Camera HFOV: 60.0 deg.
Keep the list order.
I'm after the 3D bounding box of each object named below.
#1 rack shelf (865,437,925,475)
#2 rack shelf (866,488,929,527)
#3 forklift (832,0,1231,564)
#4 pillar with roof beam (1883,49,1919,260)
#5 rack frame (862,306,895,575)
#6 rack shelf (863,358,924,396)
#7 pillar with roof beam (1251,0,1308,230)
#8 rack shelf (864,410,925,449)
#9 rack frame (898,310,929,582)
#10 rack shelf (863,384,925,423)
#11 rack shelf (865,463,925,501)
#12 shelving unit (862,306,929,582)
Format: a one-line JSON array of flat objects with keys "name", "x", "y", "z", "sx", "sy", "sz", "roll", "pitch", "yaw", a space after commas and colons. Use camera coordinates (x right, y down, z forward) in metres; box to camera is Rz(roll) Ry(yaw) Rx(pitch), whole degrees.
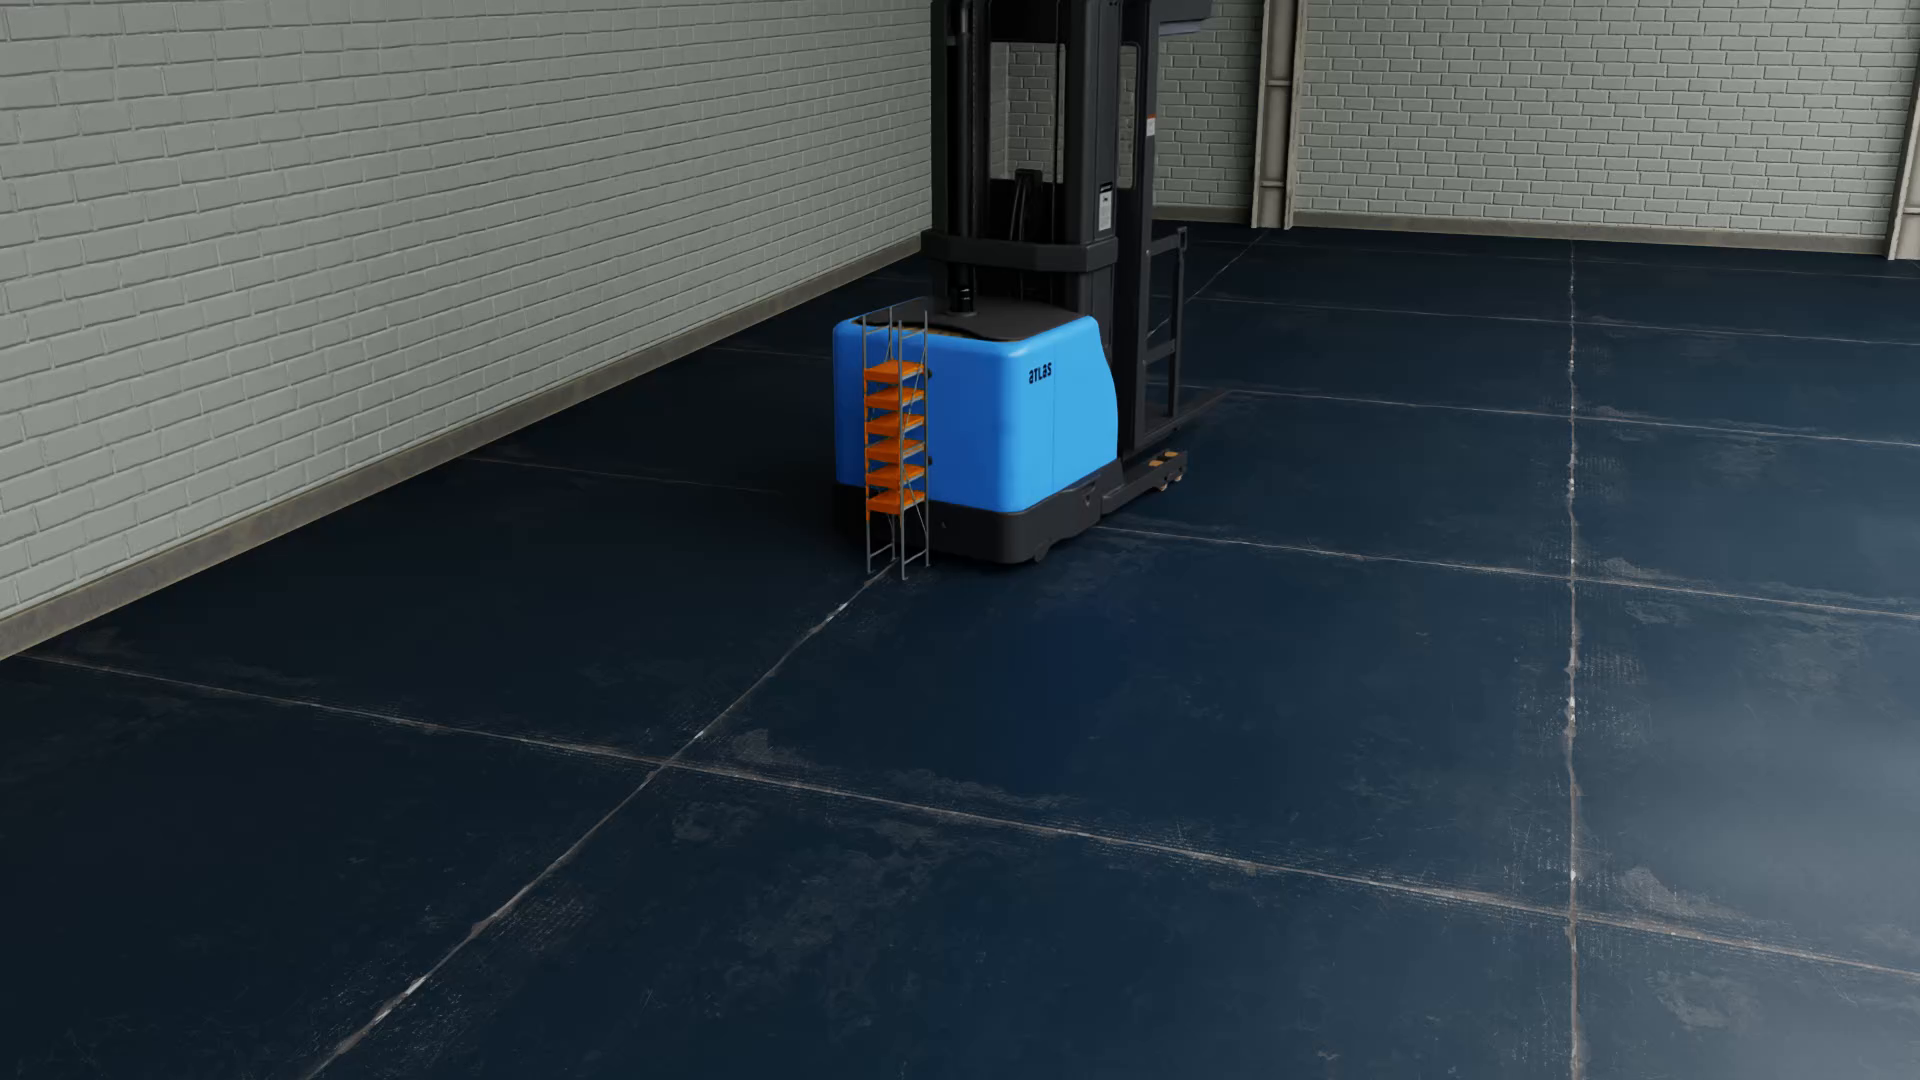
[{"name": "rack shelf", "x": -0.285, "y": -0.384, "z": 7.491, "sx": 0.180, "sy": 0.103, "sz": 0.258, "roll": 10, "pitch": 22, "yaw": 27}, {"name": "rack shelf", "x": -0.285, "y": -0.158, "z": 7.570, "sx": 0.180, "sy": 0.103, "sz": 0.258, "roll": 10, "pitch": 22, "yaw": 27}, {"name": "forklift", "x": 0.574, "y": -1.711, "z": 8.532, "sx": 1.130, "sy": 2.935, "sz": 3.031, "roll": 11, "pitch": 22, "yaw": 29}, {"name": "pillar with roof beam", "x": 7.553, "y": -5.577, "z": 10.403, "sx": 0.400, "sy": 9.000, "sz": 9.100, "roll": 7, "pitch": 20, "yaw": 18}, {"name": "rack frame", "x": -0.365, "y": -0.441, "z": 7.519, "sx": 0.006, "sy": 1.200, "sz": 0.240, "roll": 10, "pitch": 22, "yaw": 27}, {"name": "rack shelf", "x": -0.285, "y": -0.724, "z": 7.373, "sx": 0.180, "sy": 0.103, "sz": 0.258, "roll": 10, "pitch": 22, "yaw": 27}, {"name": "pillar with roof beam", "x": 1.886, "y": -6.225, "z": 12.263, "sx": 0.400, "sy": 9.000, "sz": 9.100, "roll": 7, "pitch": 20, "yaw": 18}, {"name": "rack shelf", "x": -0.285, "y": -0.498, "z": 7.452, "sx": 0.180, "sy": 0.103, "sz": 0.258, "roll": 10, "pitch": 22, "yaw": 27}, {"name": "rack frame", "x": -0.205, "y": -0.412, "z": 7.434, "sx": 0.006, "sy": 1.200, "sz": 0.240, "roll": 10, "pitch": 22, "yaw": 27}, {"name": "rack shelf", "x": -0.285, "y": -0.611, "z": 7.412, "sx": 0.180, "sy": 0.103, "sz": 0.258, "roll": 10, "pitch": 22, "yaw": 27}, {"name": "rack shelf", "x": -0.285, "y": -0.271, "z": 7.531, "sx": 0.180, "sy": 0.103, "sz": 0.258, "roll": 10, "pitch": 22, "yaw": 27}, {"name": "shelving unit", "x": -0.285, "y": -0.426, "z": 7.477, "sx": 0.189, "sy": 1.200, "sz": 0.258, "roll": 10, "pitch": 22, "yaw": 27}]
